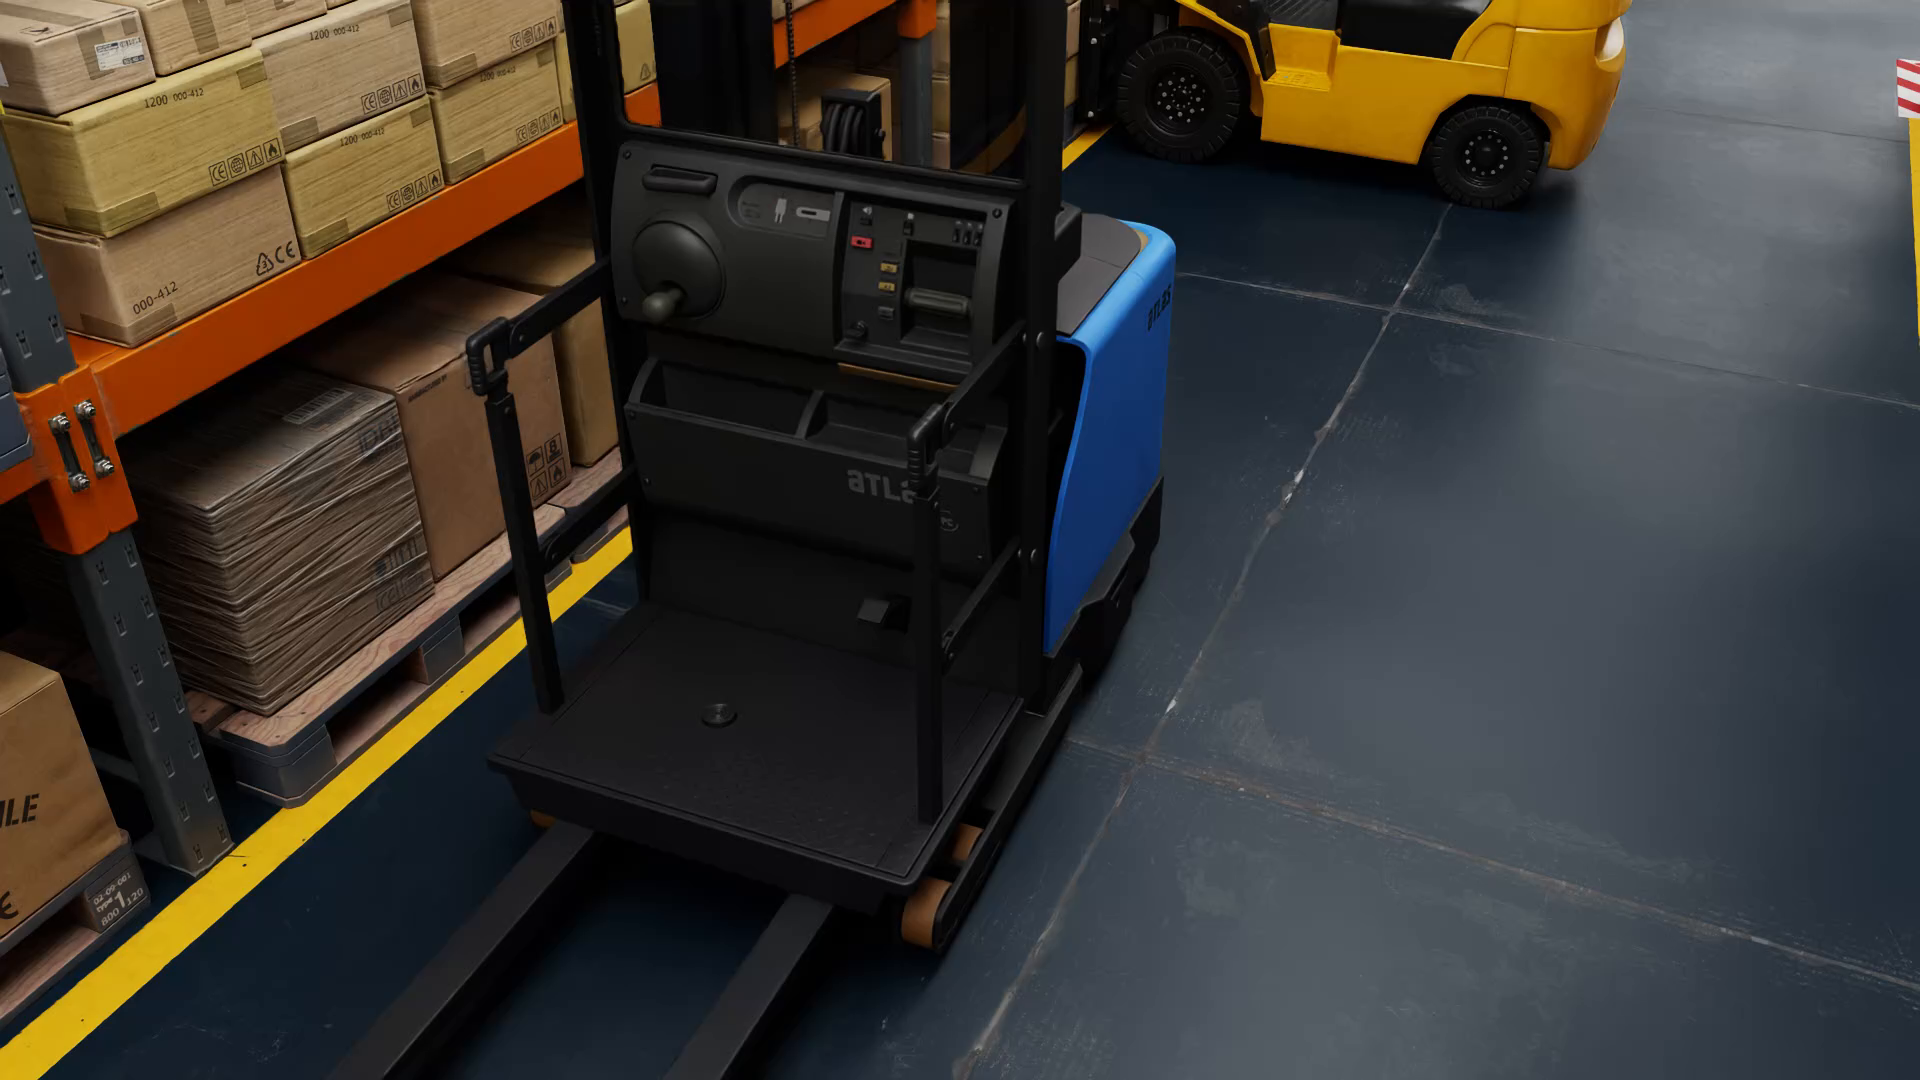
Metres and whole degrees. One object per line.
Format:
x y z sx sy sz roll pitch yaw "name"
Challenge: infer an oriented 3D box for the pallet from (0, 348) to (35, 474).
-2.482 -0.146 2.913 1.213 0.211 1.003 14 36 20 "pallet"

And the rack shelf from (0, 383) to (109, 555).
-3.099 0.717 2.078 1.077 0.370 4.000 14 36 20 "rack shelf"

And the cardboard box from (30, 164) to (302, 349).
-1.855 -0.682 3.692 0.500 0.250 0.500 14 36 21 "cardboard box"

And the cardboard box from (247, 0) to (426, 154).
-1.644 -1.141 3.935 0.500 0.250 0.500 15 36 22 "cardboard box"

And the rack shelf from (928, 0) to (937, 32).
0.248 -3.268 8.154 1.077 0.370 4.000 14 36 20 "rack shelf"

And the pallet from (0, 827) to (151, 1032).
-2.609 0.949 3.610 1.003 0.211 1.213 14 36 20 "pallet"

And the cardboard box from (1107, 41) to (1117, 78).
0.544 -2.527 8.494 0.500 0.250 0.500 15 36 22 "cardboard box"

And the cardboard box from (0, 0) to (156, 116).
-1.861 -0.985 3.333 0.380 0.149 0.250 15 36 22 "cardboard box"

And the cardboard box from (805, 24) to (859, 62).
-0.559 -2.306 7.244 0.500 0.250 0.500 15 36 21 "cardboard box"

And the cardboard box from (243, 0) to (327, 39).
-1.667 -1.252 3.741 0.380 0.149 0.250 15 36 22 "cardboard box"

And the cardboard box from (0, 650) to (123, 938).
-2.244 0.549 3.573 0.500 0.500 0.500 15 36 22 "cardboard box"

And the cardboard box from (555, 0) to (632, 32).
-1.218 -1.657 4.723 0.500 0.250 0.500 15 36 21 "cardboard box"

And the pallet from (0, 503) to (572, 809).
-1.882 0.185 4.776 1.003 0.211 1.213 14 36 20 "pallet"

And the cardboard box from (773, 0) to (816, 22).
-0.767 -1.947 5.621 0.500 0.250 0.500 14 36 20 "cardboard box"

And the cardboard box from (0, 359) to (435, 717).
-1.989 -0.070 4.404 0.875 0.625 0.625 15 36 22 "cardboard box"

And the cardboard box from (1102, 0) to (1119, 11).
0.536 -2.728 8.343 0.500 0.250 0.500 14 36 20 "cardboard box"

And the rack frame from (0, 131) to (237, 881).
-2.262 -0.580 3.399 1.000 3.000 0.127 14 36 20 "rack frame"

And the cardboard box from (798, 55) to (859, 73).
-0.571 -2.097 7.381 0.500 0.250 0.500 13 36 19 "cardboard box"

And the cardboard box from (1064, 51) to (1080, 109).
0.314 -2.279 8.115 0.500 0.250 0.500 15 36 21 "cardboard box"

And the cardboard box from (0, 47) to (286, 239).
-1.832 -0.886 3.546 0.500 0.250 0.500 14 36 20 "cardboard box"

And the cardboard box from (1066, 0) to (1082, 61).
0.324 -2.476 7.960 0.500 0.250 0.500 14 36 20 "cardboard box"

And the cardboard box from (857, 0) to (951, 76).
-0.101 -2.185 7.060 0.500 0.250 0.500 14 36 20 "cardboard box"

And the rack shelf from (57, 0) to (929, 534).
-1.426 -1.276 5.116 1.077 0.370 4.000 14 36 20 "rack shelf"

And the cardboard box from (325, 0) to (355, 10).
-1.569 -1.385 3.943 0.380 0.149 0.250 15 36 21 "cardboard box"

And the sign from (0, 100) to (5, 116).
-1.765 -0.912 2.921 0.100 0.325 0.005 14 36 20 "sign"

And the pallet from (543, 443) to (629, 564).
-1.371 -0.421 5.699 1.003 0.211 1.213 14 36 20 "pallet"

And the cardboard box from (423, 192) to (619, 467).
-1.441 -0.733 5.415 0.875 0.625 0.625 13 35 19 "cardboard box"

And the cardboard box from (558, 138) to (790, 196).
-1.129 -1.108 5.987 0.875 0.625 0.625 14 36 20 "cardboard box"

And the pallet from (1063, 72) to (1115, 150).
0.291 -2.403 8.722 1.003 0.211 1.213 14 36 20 "pallet"

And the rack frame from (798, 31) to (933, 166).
-0.589 -2.572 6.438 1.000 3.000 0.127 14 36 20 "rack frame"

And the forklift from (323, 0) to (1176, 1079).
-0.420 -0.554 3.422 1.130 2.935 3.031 13 35 19 "forklift"

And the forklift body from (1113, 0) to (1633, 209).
1.948 -2.847 7.630 2.313 2.155 1.214 14 36 20 "forklift body"

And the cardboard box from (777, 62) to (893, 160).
-0.797 -1.493 6.573 0.875 0.625 0.625 16 36 23 "cardboard box"

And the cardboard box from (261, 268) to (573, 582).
-1.723 -0.398 4.903 0.875 0.625 0.625 15 36 22 "cardboard box"

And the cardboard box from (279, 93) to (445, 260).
-1.640 -0.932 4.072 0.500 0.250 0.500 13 36 19 "cardboard box"

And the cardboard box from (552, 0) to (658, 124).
-1.212 -1.448 4.859 0.500 0.250 0.500 15 36 22 "cardboard box"

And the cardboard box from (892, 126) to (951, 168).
-0.086 -1.763 7.328 0.500 0.250 0.500 15 36 21 "cardboard box"

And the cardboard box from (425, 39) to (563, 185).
-1.431 -1.190 4.466 0.500 0.250 0.500 13 35 19 "cardboard box"

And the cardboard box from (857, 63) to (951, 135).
-0.106 -1.977 7.199 0.500 0.250 0.500 14 36 20 "cardboard box"

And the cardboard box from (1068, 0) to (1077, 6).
0.319 -2.688 7.827 0.500 0.250 0.500 15 36 22 "cardboard box"

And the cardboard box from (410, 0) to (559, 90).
-1.409 -1.397 4.326 0.500 0.250 0.500 13 36 19 "cardboard box"

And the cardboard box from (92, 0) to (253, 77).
-1.751 -1.118 3.536 0.380 0.149 0.250 15 36 22 "cardboard box"
